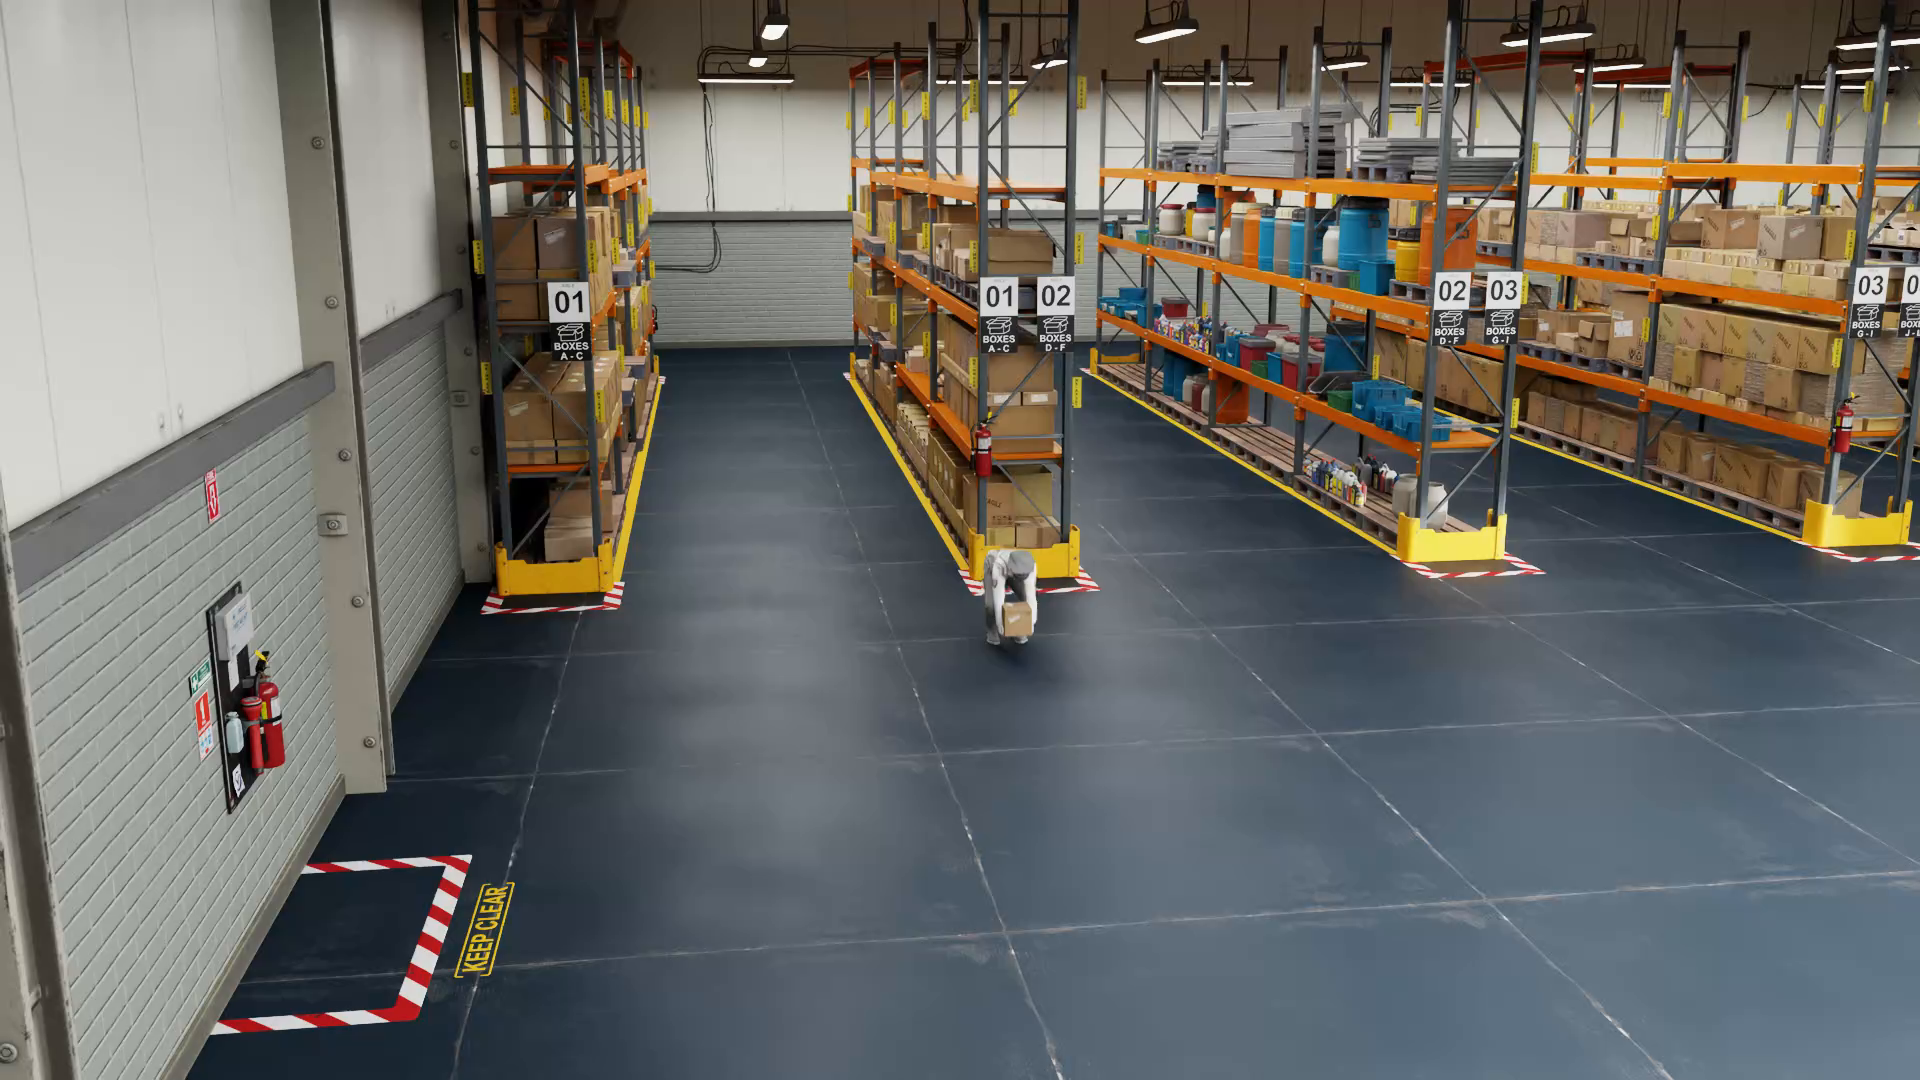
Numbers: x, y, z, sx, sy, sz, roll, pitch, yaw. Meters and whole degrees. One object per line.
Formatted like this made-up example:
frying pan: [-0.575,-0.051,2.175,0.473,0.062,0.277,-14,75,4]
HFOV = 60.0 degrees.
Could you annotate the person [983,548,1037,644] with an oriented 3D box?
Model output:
person: [0.467,0.504,15.326,0.467,0.991,0.917,-3,14,-11]
